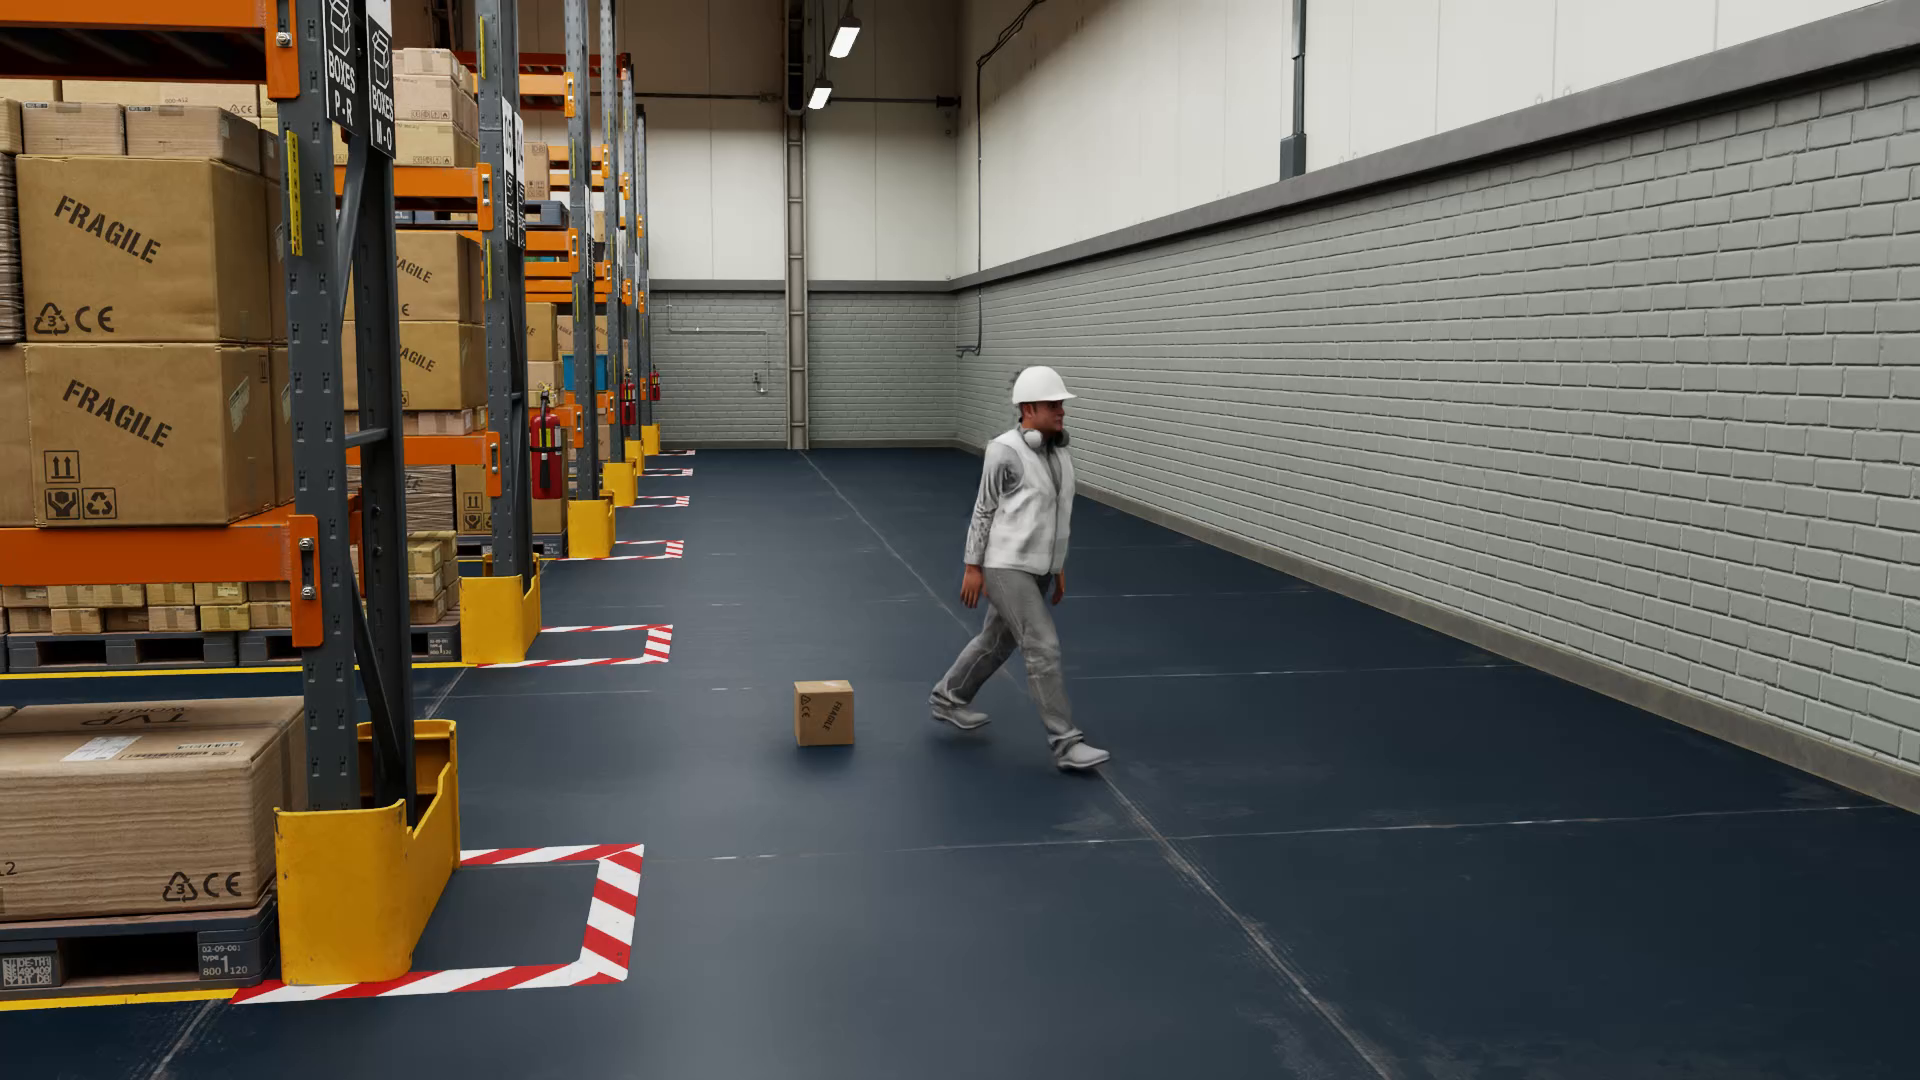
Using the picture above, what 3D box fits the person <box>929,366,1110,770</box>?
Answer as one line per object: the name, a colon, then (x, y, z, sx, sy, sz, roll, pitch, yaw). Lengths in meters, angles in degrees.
person: (0.281, 0.097, 7.297, 1.109, 1.712, 0.544, 5, 8, 36)
